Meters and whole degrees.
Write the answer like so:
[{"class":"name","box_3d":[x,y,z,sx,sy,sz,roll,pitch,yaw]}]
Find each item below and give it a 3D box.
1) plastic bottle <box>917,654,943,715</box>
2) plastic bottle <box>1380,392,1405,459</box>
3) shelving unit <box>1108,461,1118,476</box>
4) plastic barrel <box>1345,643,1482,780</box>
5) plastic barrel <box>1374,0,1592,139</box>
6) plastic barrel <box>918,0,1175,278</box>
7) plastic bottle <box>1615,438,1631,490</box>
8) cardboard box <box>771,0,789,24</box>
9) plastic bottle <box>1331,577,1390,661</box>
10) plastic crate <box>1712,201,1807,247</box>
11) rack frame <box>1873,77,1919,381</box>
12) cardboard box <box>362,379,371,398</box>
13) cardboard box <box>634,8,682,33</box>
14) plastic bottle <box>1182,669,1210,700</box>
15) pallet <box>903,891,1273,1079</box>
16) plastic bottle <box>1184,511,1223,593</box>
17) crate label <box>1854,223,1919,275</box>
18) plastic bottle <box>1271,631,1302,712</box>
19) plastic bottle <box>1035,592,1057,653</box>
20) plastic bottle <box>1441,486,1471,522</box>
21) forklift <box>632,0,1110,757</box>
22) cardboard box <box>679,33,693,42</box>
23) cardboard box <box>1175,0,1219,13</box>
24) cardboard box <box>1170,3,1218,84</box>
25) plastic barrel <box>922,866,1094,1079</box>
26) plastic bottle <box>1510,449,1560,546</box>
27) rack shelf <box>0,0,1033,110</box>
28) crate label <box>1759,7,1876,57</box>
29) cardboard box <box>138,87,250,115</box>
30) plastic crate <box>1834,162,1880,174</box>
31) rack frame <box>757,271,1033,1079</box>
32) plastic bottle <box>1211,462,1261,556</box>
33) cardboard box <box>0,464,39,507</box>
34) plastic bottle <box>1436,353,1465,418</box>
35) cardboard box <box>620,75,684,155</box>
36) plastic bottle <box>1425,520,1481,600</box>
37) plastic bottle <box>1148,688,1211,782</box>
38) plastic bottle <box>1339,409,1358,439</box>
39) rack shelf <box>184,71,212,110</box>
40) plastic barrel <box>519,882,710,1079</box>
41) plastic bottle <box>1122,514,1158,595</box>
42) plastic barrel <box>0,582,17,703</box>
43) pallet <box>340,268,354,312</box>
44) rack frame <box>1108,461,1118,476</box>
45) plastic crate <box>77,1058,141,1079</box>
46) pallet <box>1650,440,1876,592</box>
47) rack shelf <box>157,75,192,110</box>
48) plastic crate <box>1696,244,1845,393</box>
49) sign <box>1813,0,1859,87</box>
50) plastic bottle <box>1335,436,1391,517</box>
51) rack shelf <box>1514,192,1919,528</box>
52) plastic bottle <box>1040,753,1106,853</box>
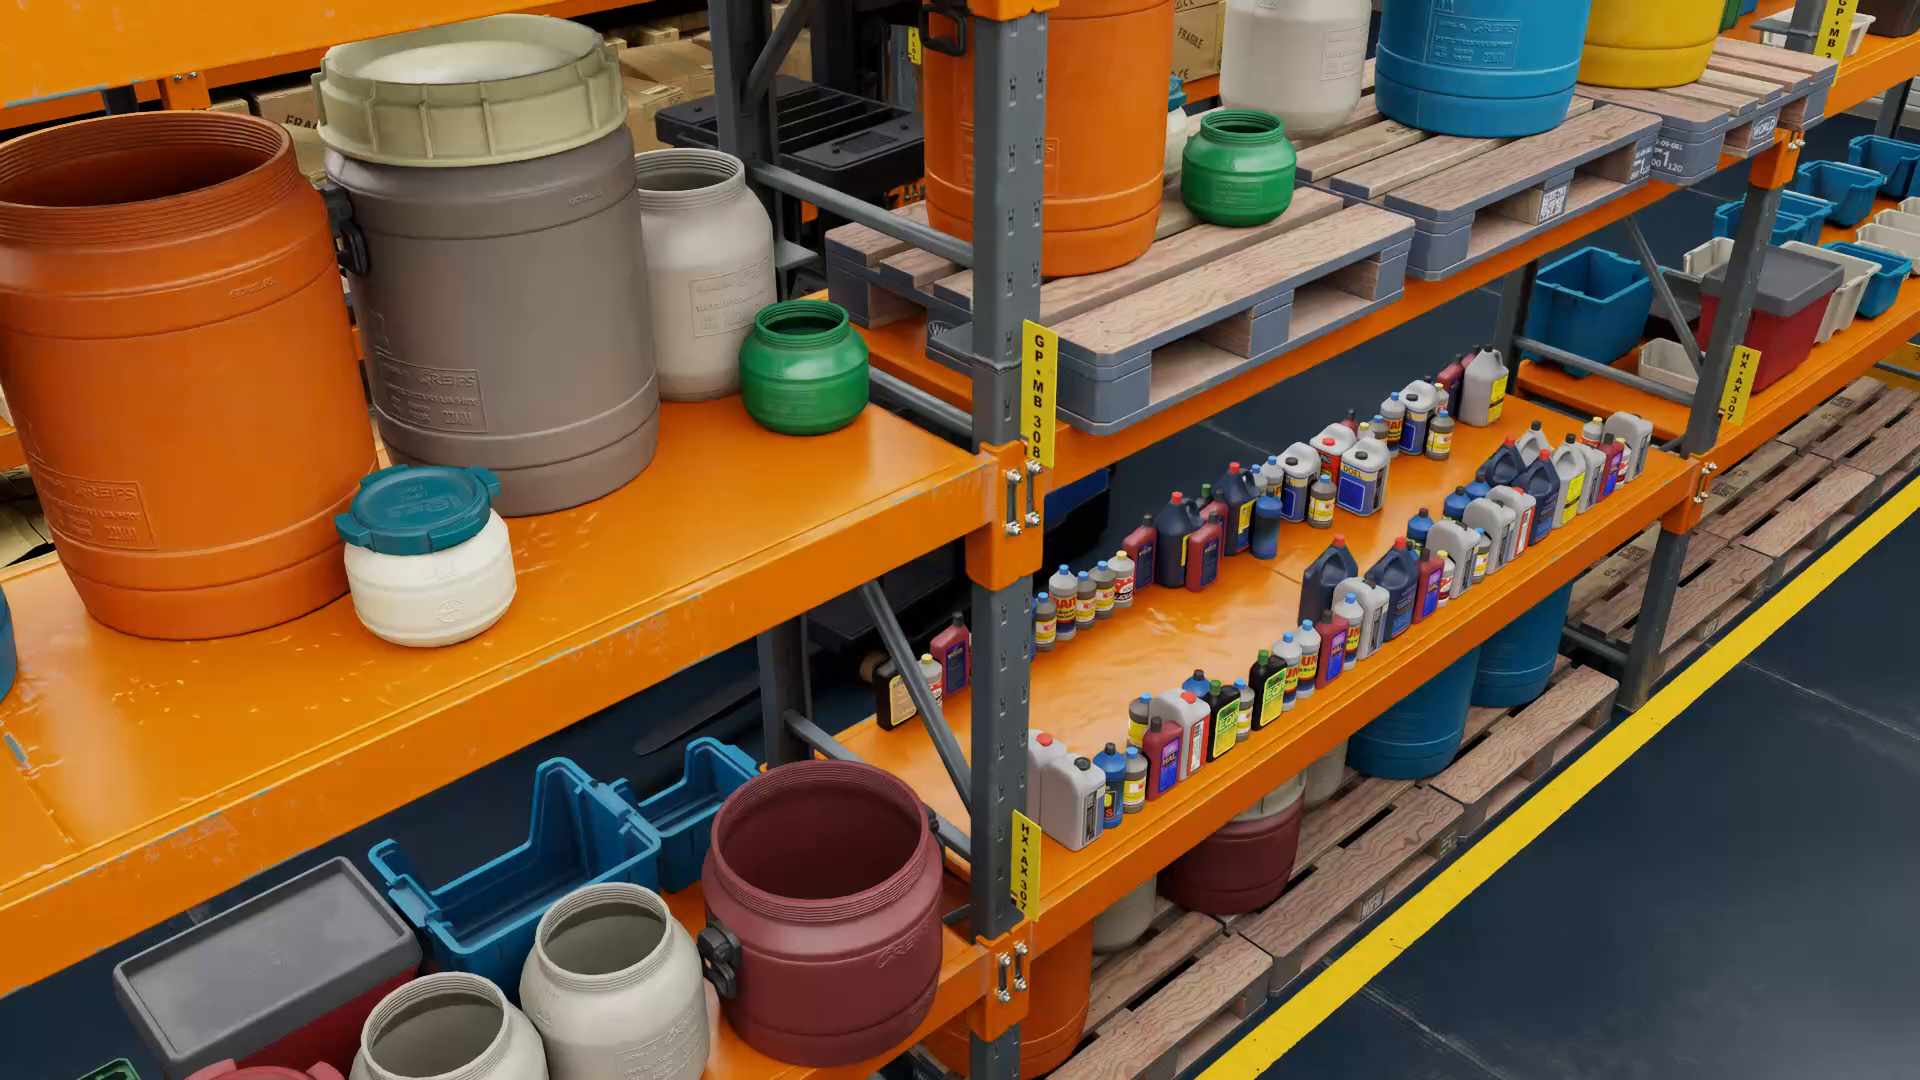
[{"class":"plastic bottle","box_3d":[-0.105,0.456,5.320,0.097,0.201,0.097,0,31,0]},{"class":"plastic bottle","box_3d":[1.754,-0.473,6.772,0.097,0.271,0.097,0,31,0]},{"class":"shelving unit","box_3d":[0.566,-1.233,8.754,0.431,2.100,0.503,25,39,34]},{"class":"plastic barrel","box_3d":[1.795,0.447,6.753,0.708,0.901,0.600,-26,40,-35]},{"class":"plastic barrel","box_3d":[1.577,-1.716,4.922,0.708,0.901,0.600,-26,40,-35]},{"class":"plastic barrel","box_3d":[0.210,-1.131,4.034,0.708,0.830,0.600,-26,40,-35]},{"class":"plastic bottle","box_3d":[2.589,-0.307,6.567,0.097,0.201,0.097,0,31,0]},{"class":"cardboard box","box_3d":[-1.681,-4.812,15.116,0.250,0.149,0.380,-25,39,-34]},{"class":"plastic bottle","box_3d":[1.345,0.243,5.596,0.135,0.276,0.152,-26,40,-35]},{"class":"plastic crate","box_3d":[4.067,-1.545,8.504,0.300,0.233,0.416,-26,40,-35]},{"class":"rack frame","box_3d":[5.658,-2.126,9.351,0.127,3.000,1.000,-26,40,-35]},{"class":"cardboard box","box_3d":[-3.048,-0.727,9.038,0.500,0.500,0.500,-24,39,-34]},{"class":"cardboard box","box_3d":[-2.682,-4.599,14.768,0.250,0.149,0.380,-27,40,-36]},{"class":"plastic bottle","box_3d":[0.730,0.519,5.150,0.097,0.271,0.097,0,31,0]},{"class":"pallet","box_3d":[0.341,1.606,5.921,1.213,0.211,1.003,-26,40,-35]},{"class":"plastic bottle","box_3d":[0.870,0.039,5.923,0.133,0.283,0.061,-26,40,-35]},{"class":"crate label","box_3d":[4.773,-1.475,8.482,0.243,0.136,0.396,-26,40,-35]},{"class":"plastic bottle","box_3d":[1.038,0.413,5.323,0.097,0.271,0.097,0,31,0]},{"class":"plastic bottle","box_3d":[0.278,0.270,5.623,0.097,0.201,0.097,0,31,0]},{"class":"plastic bottle","box_3d":[1.820,-0.074,6.118,0.097,0.271,0.097,0,31,0]},{"class":"forklift","box_3d":[-0.568,-0.876,7.373,1.130,2.935,3.031,25,39,34]},{"class":"cardboard box","box_3d":[-2.645,-4.194,14.727,0.500,0.500,0.700,-25,39,-34]},{"class":"cardboard box","box_3d":[1.406,-3.863,11.138,0.500,0.500,0.500,-25,39,-34]},{"class":"cardboard box","box_3d":[1.402,-3.441,11.407,0.500,0.500,0.500,-25,40,-35]},{"class":"plastic barrel","box_3d":[0.139,1.278,5.462,0.708,0.830,0.600,-26,40,-35]},{"class":"plastic bottle","box_3d":[2.137,-0.169,6.199,0.185,0.351,0.144,-26,40,-35]},{"class":"rack shelf","box_3d":[-1.675,-0.661,2.277,4.000,0.370,1.077,-26,40,-35]},{"class":"crate label","box_3d":[3.280,-1.937,6.420,0.466,0.136,0.293,-26,40,-35]},{"class":"cardboard box","box_3d":[-5.670,-2.859,12.208,0.750,0.750,0.750,-26,40,-36]},{"class":"plastic crate","box_3d":[4.961,-1.995,9.333,0.298,0.136,0.250,-26,40,-35]},{"class":"rack frame","box_3d":[-0.209,0.712,4.711,0.127,3.000,1.000,-26,40,-35]},{"class":"plastic bottle","box_3d":[1.014,-0.133,6.139,0.185,0.351,0.144,-26,40,-35]},{"class":"cardboard box","box_3d":[-4.537,-0.167,7.843,0.500,0.311,0.500,-27,40,-37]},{"class":"plastic bottle","box_3d":[2.068,-0.643,7.038,0.133,0.283,0.061,-26,40,-35]},{"class":"cardboard box","box_3d":[-1.894,-2.175,8.933,0.700,0.500,0.500,18,36,27]},{"class":"plastic bottle","box_3d":[1.749,0.048,5.915,0.135,0.276,0.152,-26,40,-35]},{"class":"plastic bottle","box_3d":[0.668,0.571,5.060,0.135,0.276,0.152,-26,40,-35]},{"class":"plastic bottle","box_3d":[1.514,-0.375,6.600,0.133,0.283,0.061,-26,40,-35]},{"class":"rack shelf","box_3d":[-2.107,-2.867,8.377,4.000,0.370,1.077,-26,40,-35]},{"class":"plastic barrel","box_3d":[-0.818,1.111,3.951,0.421,0.512,0.421,0,31,0]},{"class":"plastic bottle","box_3d":[0.636,0.049,5.906,0.133,0.283,0.061,-26,40,-35]},{"class":"plastic barrel","box_3d":[-1.957,-0.090,2.667,0.708,0.901,0.600,-26,40,-35]},{"class":"pallet","box_3d":[-3.124,-1.370,8.299,1.003,0.211,1.213,-26,40,-35]},{"class":"rack frame","box_3d":[0.727,-1.329,8.911,0.400,2.100,0.015,25,39,34]},{"class":"plastic crate","box_3d":[-2.057,1.495,3.632,0.662,0.188,0.450,-26,40,-35]},{"class":"pallet","box_3d":[4.132,-0.228,8.920,1.213,0.211,1.003,-26,40,-35]},{"class":"rack shelf","box_3d":[-5.040,-1.448,6.057,4.000,0.370,1.077,-26,40,-35]},{"class":"plastic crate","box_3d":[3.550,-0.981,7.360,0.583,0.464,0.402,-26,40,-35]},{"class":"sign","box_3d":[3.097,-1.779,5.901,0.005,0.325,0.100,-26,40,-35]},{"class":"plastic bottle","box_3d":[1.551,-0.249,6.401,0.135,0.276,0.152,-26,40,-35]},{"class":"rack shelf","box_3d":[4.191,-1.110,8.379,4.000,0.370,1.077,-26,40,-35]},{"class":"plastic bottle","box_3d":[0.328,0.735,4.792,0.135,0.276,0.152,-26,40,-35]}]
